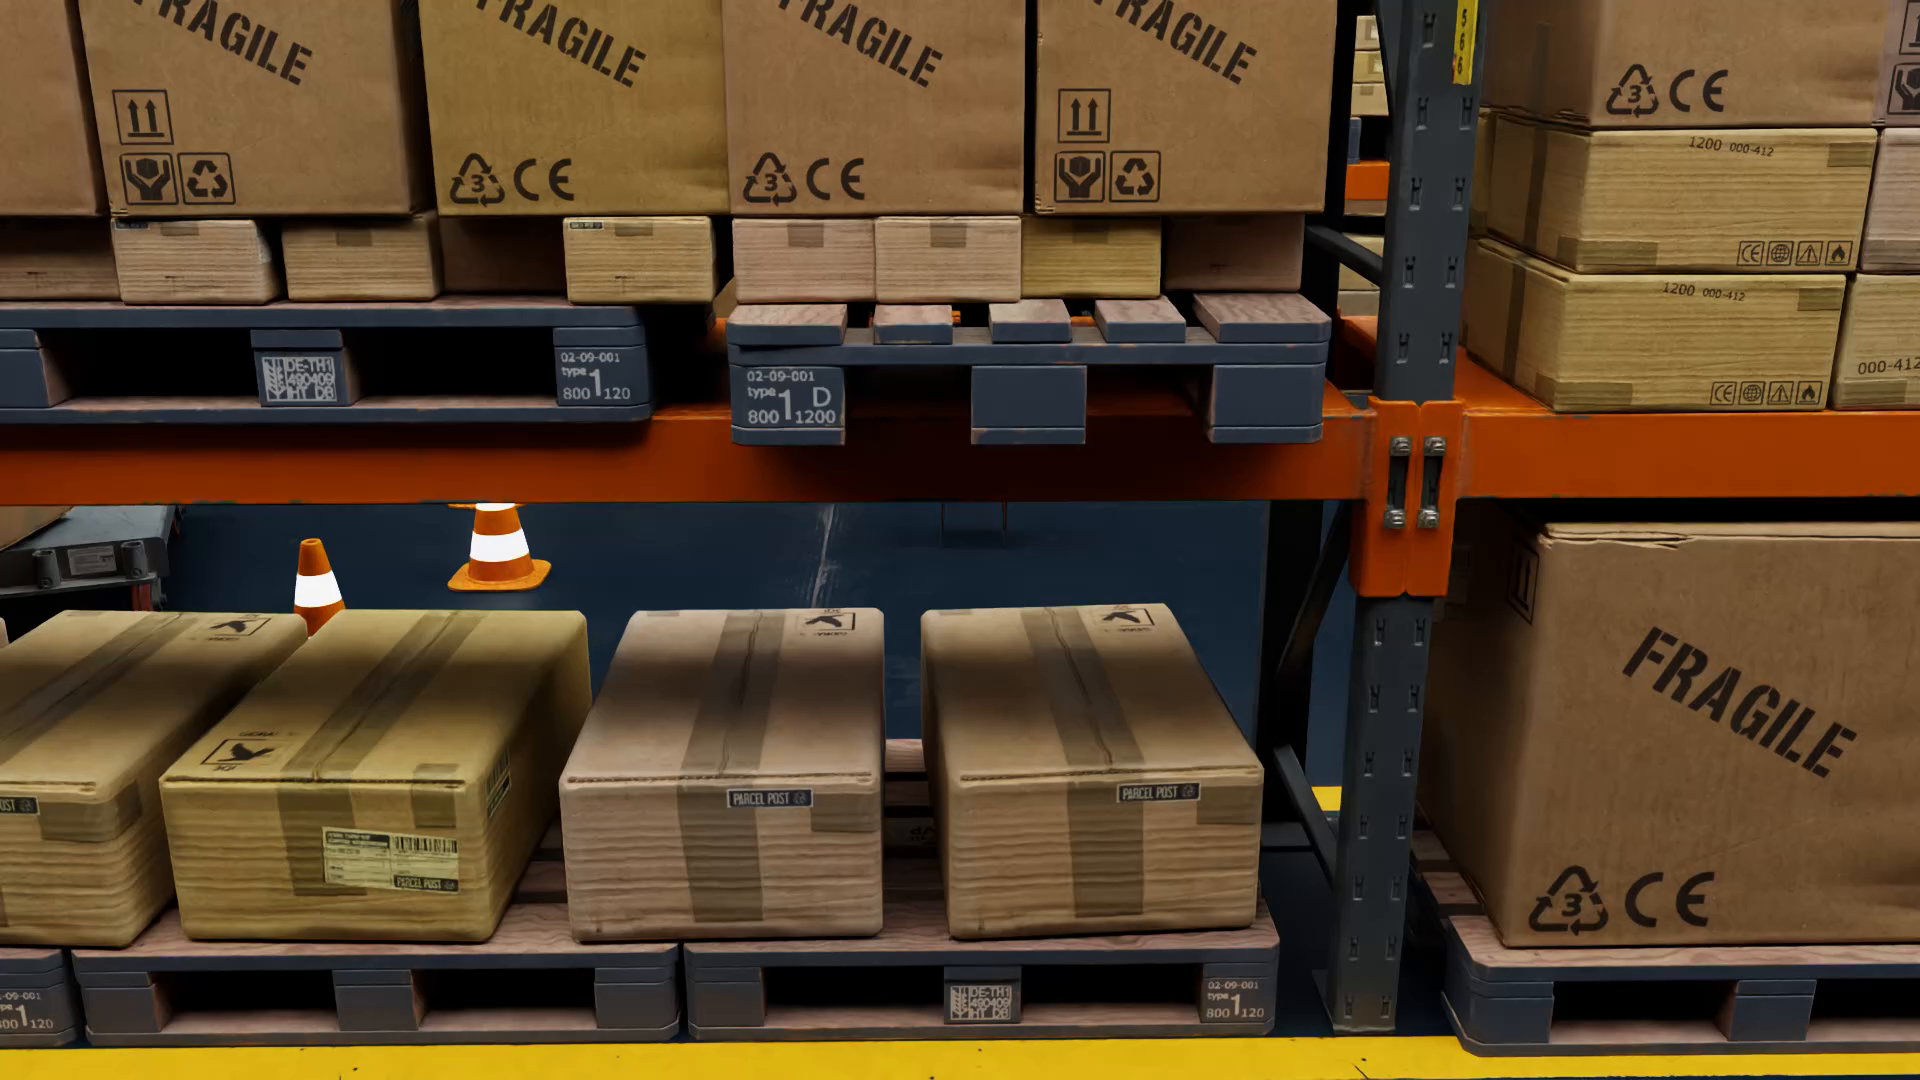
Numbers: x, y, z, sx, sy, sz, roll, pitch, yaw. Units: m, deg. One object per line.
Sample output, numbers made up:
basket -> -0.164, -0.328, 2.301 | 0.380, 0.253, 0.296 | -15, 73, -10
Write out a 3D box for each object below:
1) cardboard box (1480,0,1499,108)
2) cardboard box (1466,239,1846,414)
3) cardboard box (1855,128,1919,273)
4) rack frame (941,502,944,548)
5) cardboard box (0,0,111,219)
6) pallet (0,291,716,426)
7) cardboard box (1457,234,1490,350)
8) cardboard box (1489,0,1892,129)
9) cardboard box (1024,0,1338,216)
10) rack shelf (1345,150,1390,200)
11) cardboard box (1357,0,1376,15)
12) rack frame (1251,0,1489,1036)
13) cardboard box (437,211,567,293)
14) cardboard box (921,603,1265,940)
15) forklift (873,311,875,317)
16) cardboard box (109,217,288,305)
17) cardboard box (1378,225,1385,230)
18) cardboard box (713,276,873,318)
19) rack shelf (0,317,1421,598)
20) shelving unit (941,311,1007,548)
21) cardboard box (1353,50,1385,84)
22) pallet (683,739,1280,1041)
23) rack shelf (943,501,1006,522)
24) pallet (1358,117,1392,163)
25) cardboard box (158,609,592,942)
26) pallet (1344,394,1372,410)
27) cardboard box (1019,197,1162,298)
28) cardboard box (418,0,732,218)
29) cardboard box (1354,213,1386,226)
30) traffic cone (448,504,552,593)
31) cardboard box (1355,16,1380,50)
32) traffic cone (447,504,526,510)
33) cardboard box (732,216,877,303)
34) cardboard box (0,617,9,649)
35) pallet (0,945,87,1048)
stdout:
cardboard box -> 1.331, -1.175, 3.500 | 0.500, 0.500, 0.500 | -1, 18, -2
cardboard box -> 1.311, -0.423, 3.202 | 0.500, 0.250, 0.500 | -1, 18, -2
cardboard box -> 1.845, -0.665, 3.137 | 0.500, 0.250, 0.500 | 0, 18, 0
rack frame -> -0.068, -0.500, 6.386 | 0.008, 1.050, 0.200 | 0, 18, -1
cardboard box -> -1.713, -0.855, 2.963 | 0.500, 0.500, 0.500 | 0, 18, -1
pallet -> -1.161, -0.456, 3.372 | 1.213, 0.211, 1.003 | 0, 18, -1
cardboard box -> 1.319, -0.579, 3.689 | 0.500, 0.250, 0.500 | -1, 18, -3
cardboard box -> 1.315, -1.021, 3.018 | 0.500, 0.500, 0.500 | -1, 18, -3
cardboard box -> 0.368, -0.871, 3.015 | 0.500, 0.500, 0.500 | -1, 18, -2
rack shelf -> 2.638, -1.748, 8.262 | 4.000, 0.370, 1.077 | 0, 18, -1
cardboard box -> 3.336, -4.135, 12.721 | 0.637, 0.503, 0.797 | 0, 18, 0
rack frame -> 0.818, -0.569, 3.411 | 0.127, 3.000, 1.000 | 0, 18, -1
cardboard box -> -0.804, -0.571, 3.140 | 0.250, 0.149, 0.380 | 0, 18, 0
cardboard box -> 0.253, 0.482, 3.749 | 0.625, 0.372, 0.950 | -1, 18, -5
forklift -> -1.194, -3.013, 11.142 | 1.130, 2.935, 3.031 | -4, 18, -12
cardboard box -> -1.321, -0.534, 3.026 | 0.250, 0.149, 0.380 | 0, 18, 1
cardboard box -> 2.334, -1.378, 8.108 | 0.500, 0.250, 0.500 | 0, 18, 0
cardboard box -> -0.846, -1.229, 8.462 | 0.750, 0.750, 1.050 | 0, 18, 0
rack shelf -> -1.182, -0.217, 3.491 | 4.000, 0.370, 1.077 | 0, 18, -1
shelving unit -> 0.054, -0.500, 6.388 | 0.252, 1.050, 0.215 | 0, 18, -1
cardboard box -> 1.915, -2.249, 7.885 | 0.250, 0.149, 0.380 | 0, 18, -1
pallet -> 0.036, 0.762, 3.827 | 1.213, 0.211, 1.003 | 0, 18, -1
rack shelf -> 0.054, -0.225, 6.476 | 0.240, 0.259, 0.215 | 0, 18, -1
pallet -> 2.617, -2.011, 8.220 | 1.213, 0.211, 1.003 | 0, 18, -1
cardboard box -> -1.243, 0.490, 3.725 | 0.625, 0.372, 0.950 | 0, 18, 1
pallet -> 1.420, -0.756, 8.559 | 1.213, 0.211, 1.003 | 0, 18, -1
cardboard box -> 0.227, -0.553, 3.083 | 0.250, 0.149, 0.380 | 0, 18, 0
cardboard box -> -0.654, -0.863, 2.988 | 0.500, 0.500, 0.500 | -1, 18, -5
cardboard box -> 2.331, -1.534, 8.596 | 0.500, 0.250, 0.500 | 0, 18, 0
traffic cone -> -1.690, -0.082, 6.046 | 0.334, 0.463, 0.336 | 0, 18, -1
cardboard box -> 1.882, -2.390, 7.838 | 0.250, 0.149, 0.380 | -1, 18, -3
traffic cone -> -1.996, -0.399, 7.032 | 0.334, 0.463, 0.336 | 0, 18, -1
cardboard box -> -0.276, -0.539, 3.041 | 0.250, 0.149, 0.380 | -1, 18, -3
cardboard box -> -2.657, 0.498, 3.698 | 0.625, 0.372, 0.950 | 0, 18, 0
pallet -> -2.403, 0.774, 3.790 | 1.213, 0.211, 1.003 | 0, 18, -1
